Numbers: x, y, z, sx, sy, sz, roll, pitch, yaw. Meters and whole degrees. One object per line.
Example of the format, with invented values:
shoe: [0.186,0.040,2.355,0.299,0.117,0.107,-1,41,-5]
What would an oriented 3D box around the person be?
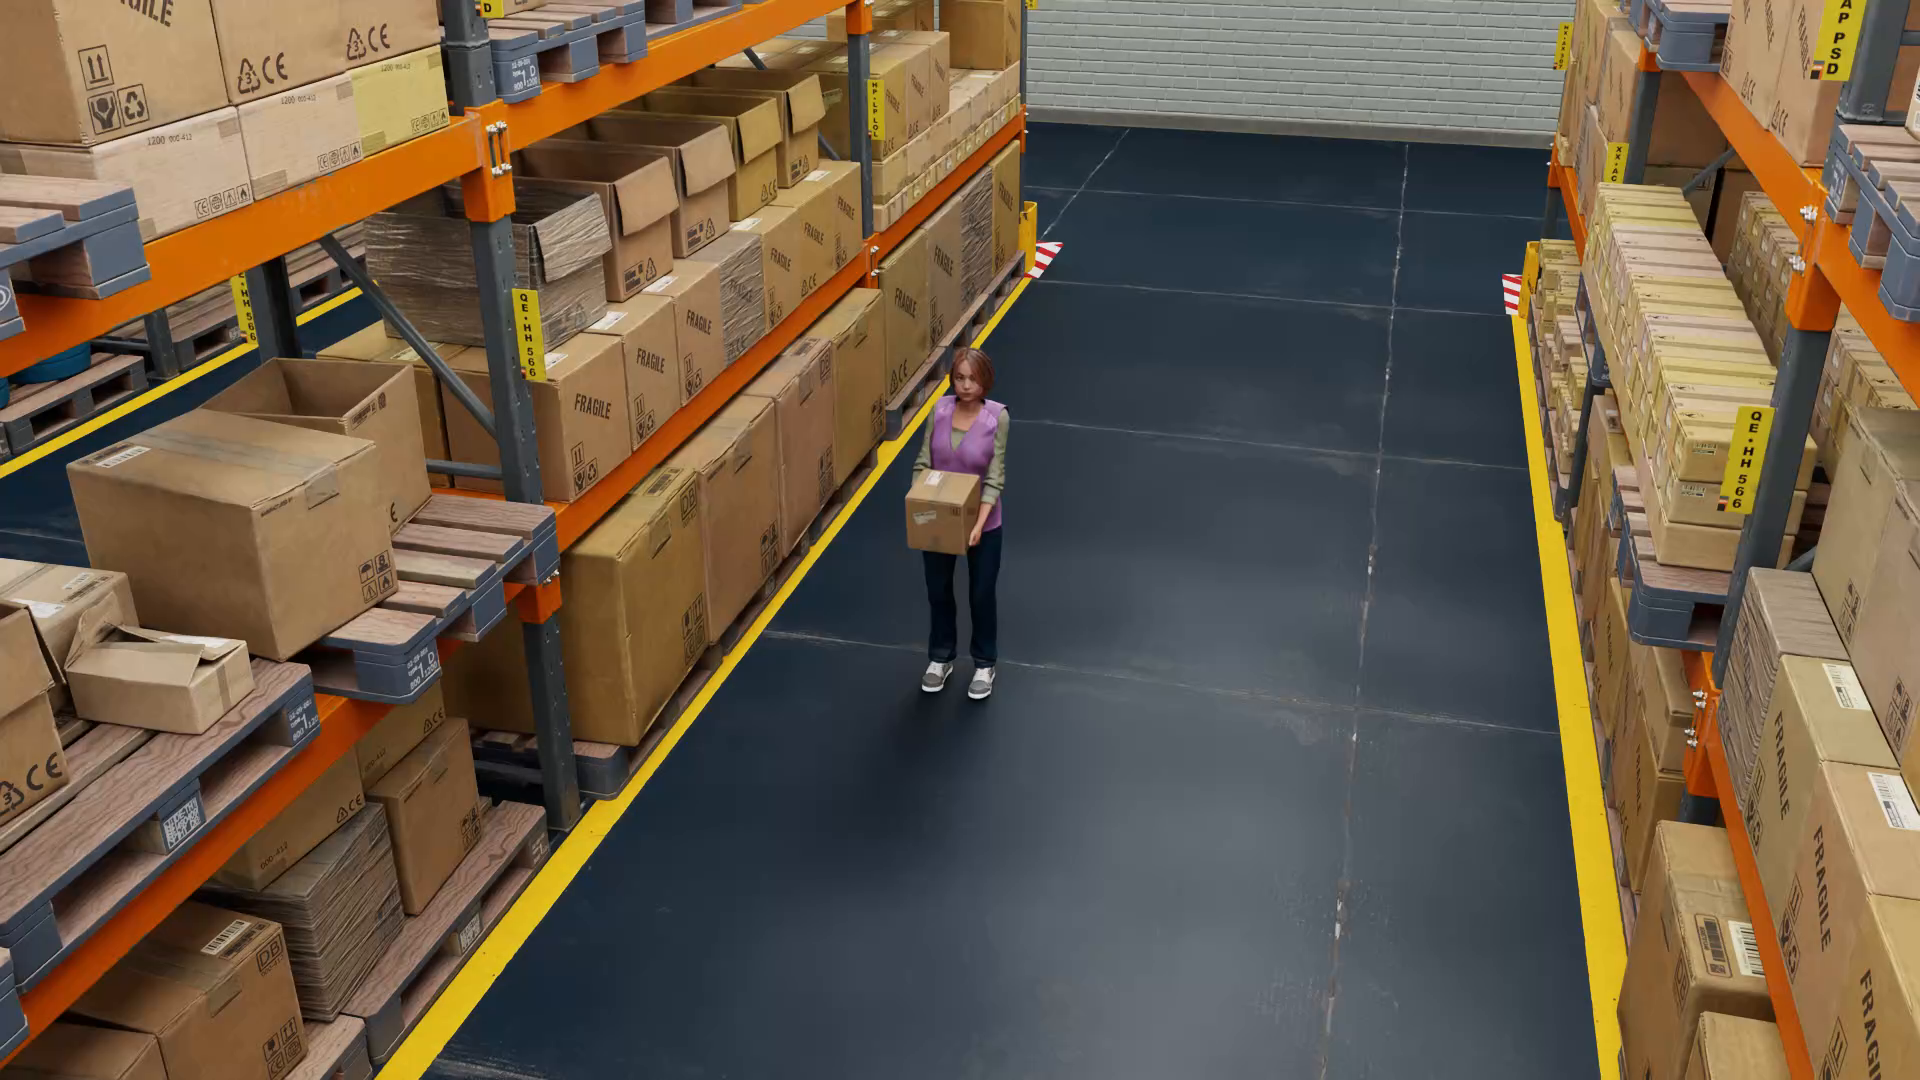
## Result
person: [-0.009,-0.035,7.201,0.405,1.590,0.492,8,27,15]
